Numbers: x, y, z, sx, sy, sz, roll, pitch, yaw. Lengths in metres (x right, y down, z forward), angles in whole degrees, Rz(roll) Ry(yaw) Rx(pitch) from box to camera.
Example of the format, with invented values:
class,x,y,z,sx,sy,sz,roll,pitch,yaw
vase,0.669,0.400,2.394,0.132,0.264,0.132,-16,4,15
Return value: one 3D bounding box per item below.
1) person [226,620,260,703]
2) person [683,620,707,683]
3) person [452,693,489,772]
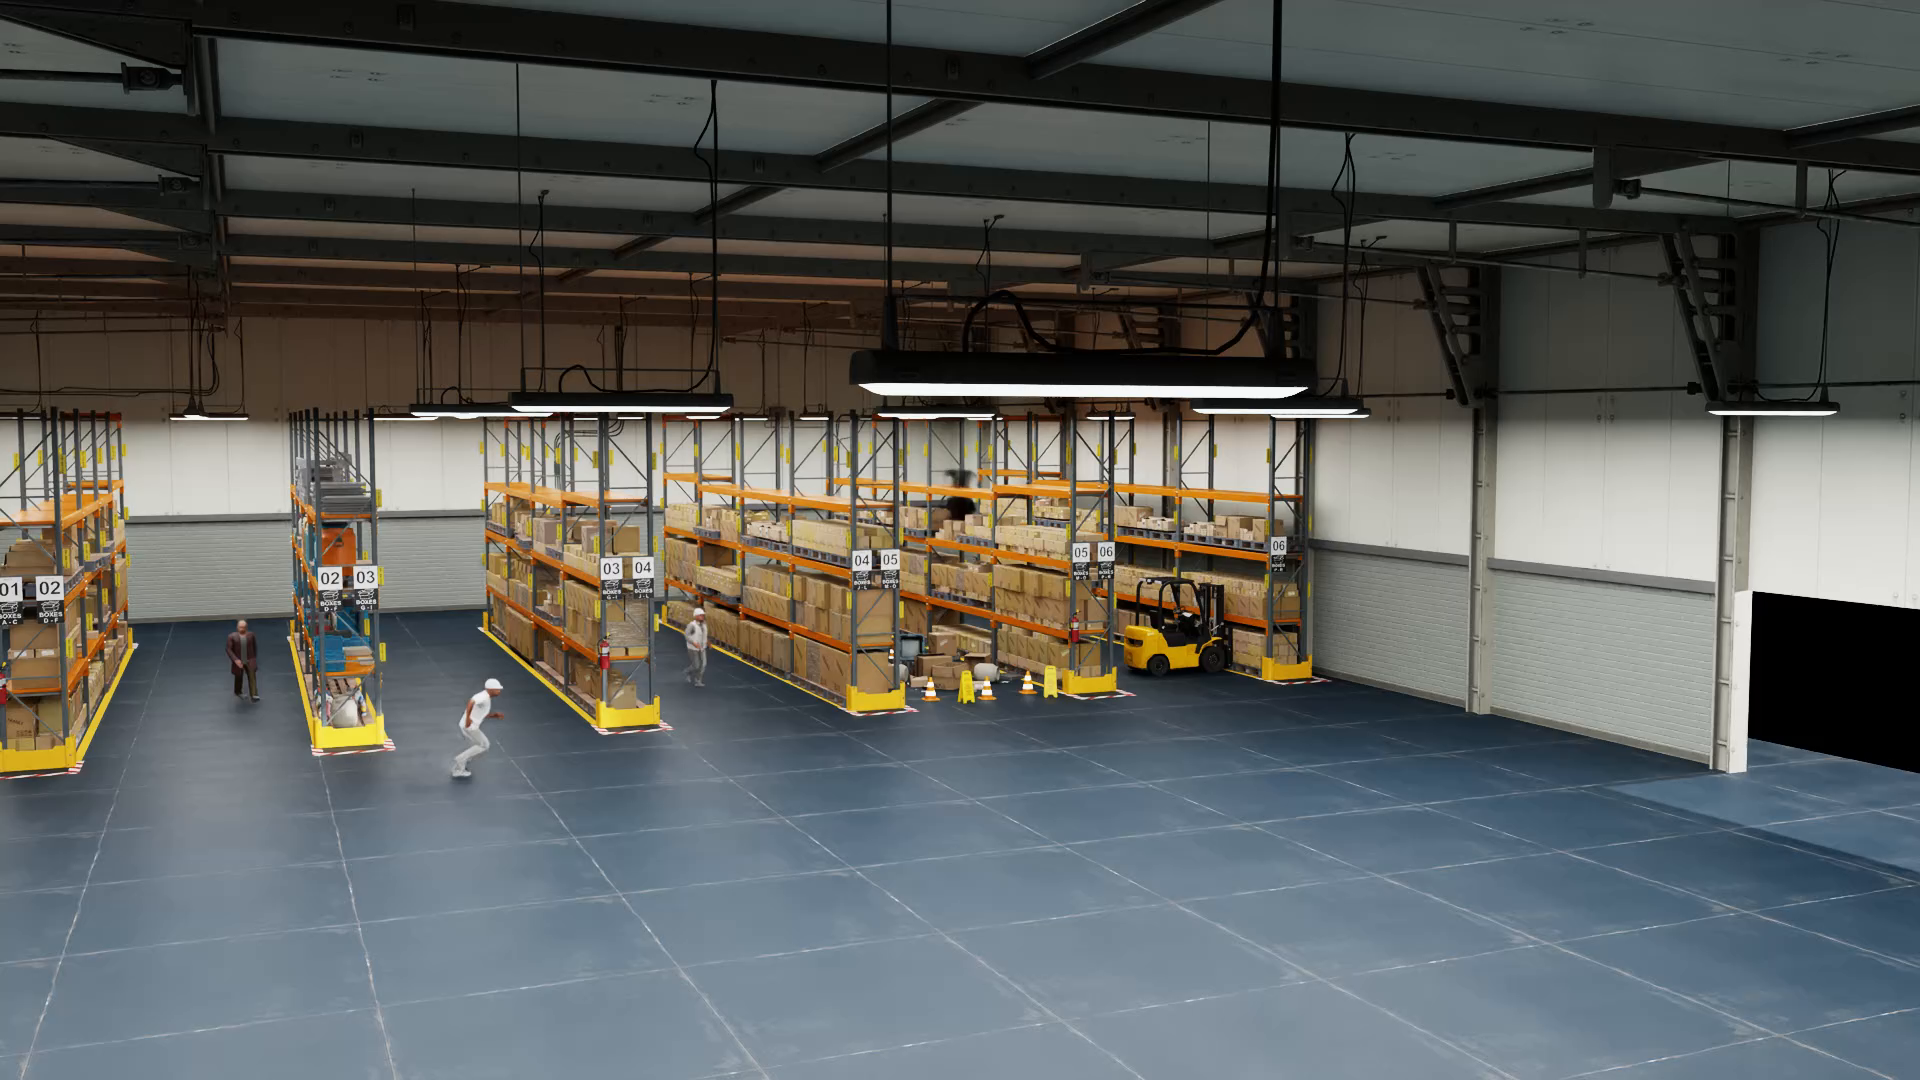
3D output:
class,x,y,z,sx,sy,sz,roll,pitch,yaw
person,-14.649,2.471,33.925,0.606,1.690,1.255,-2,5,-29
person,-5.773,2.414,36.253,0.559,1.452,0.448,4,5,43
person,-7.910,3.126,26.896,0.627,1.289,0.698,-1,4,-11
